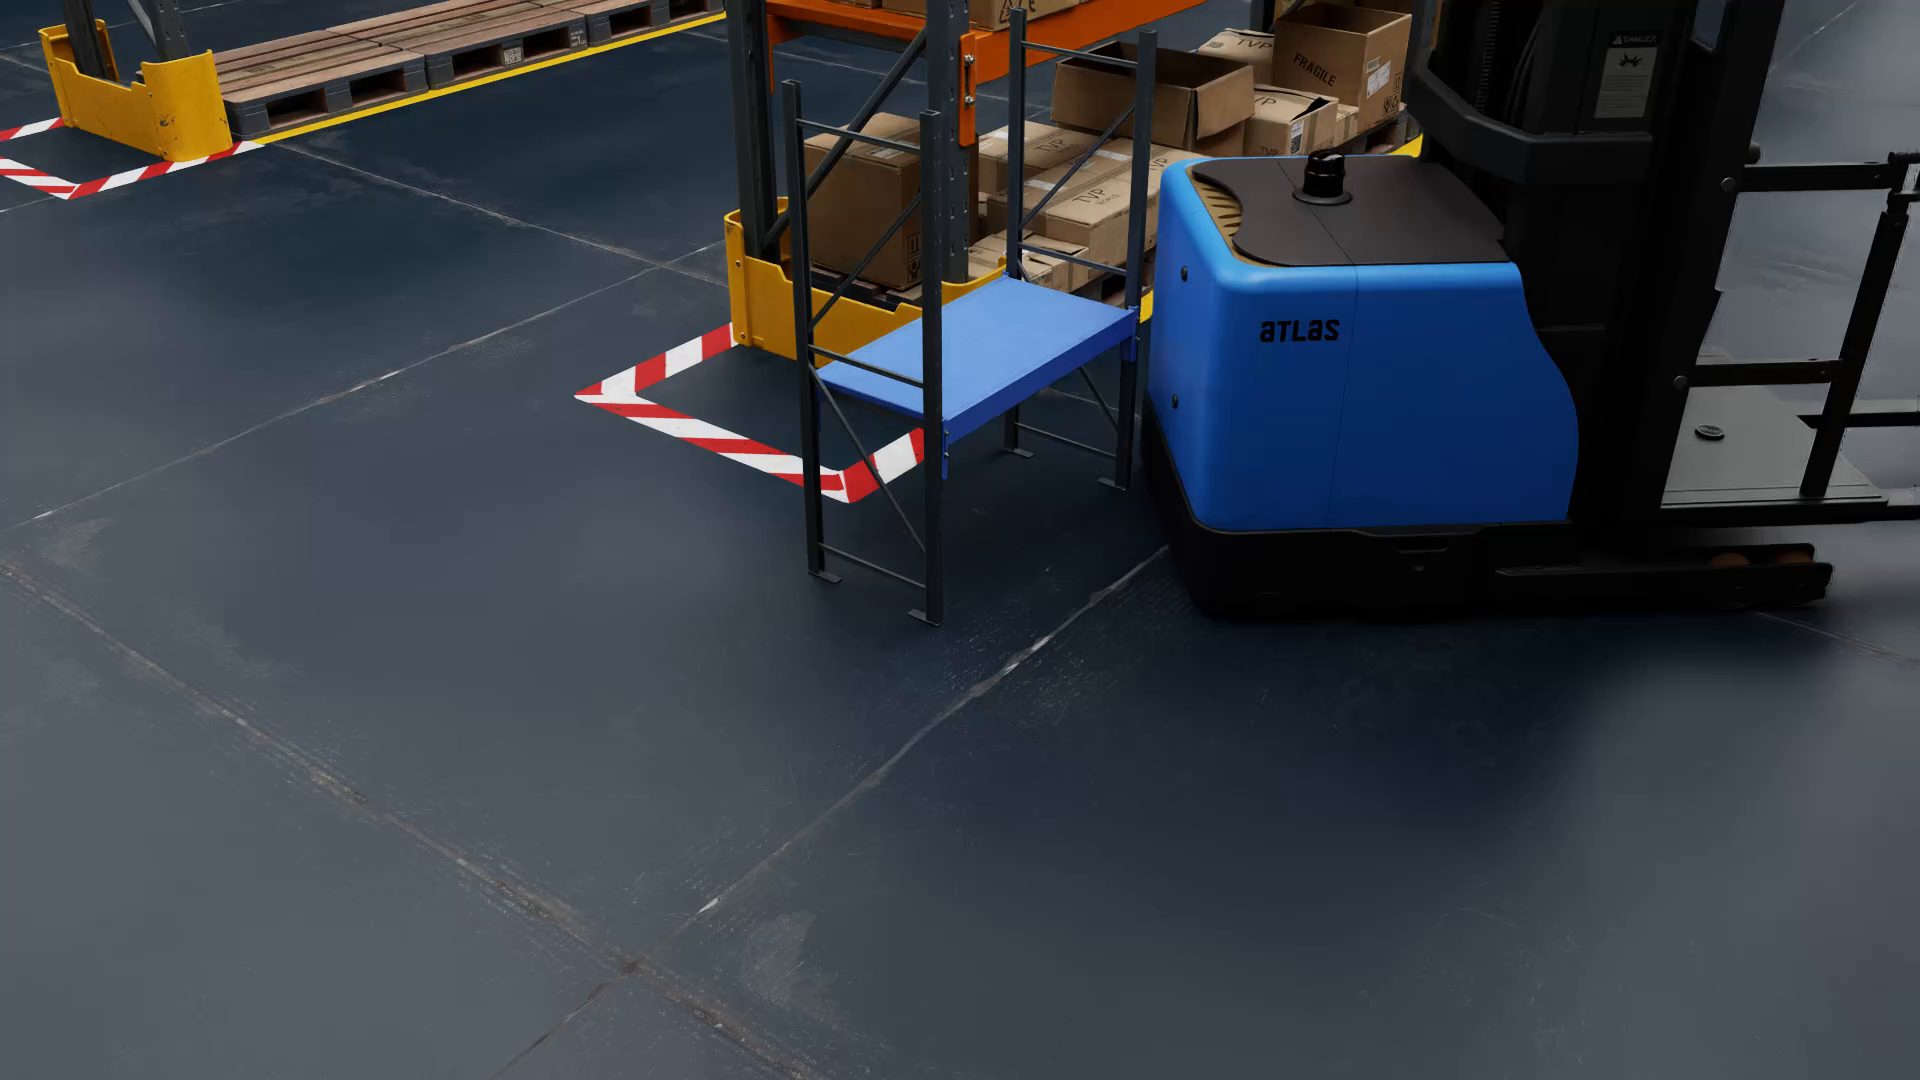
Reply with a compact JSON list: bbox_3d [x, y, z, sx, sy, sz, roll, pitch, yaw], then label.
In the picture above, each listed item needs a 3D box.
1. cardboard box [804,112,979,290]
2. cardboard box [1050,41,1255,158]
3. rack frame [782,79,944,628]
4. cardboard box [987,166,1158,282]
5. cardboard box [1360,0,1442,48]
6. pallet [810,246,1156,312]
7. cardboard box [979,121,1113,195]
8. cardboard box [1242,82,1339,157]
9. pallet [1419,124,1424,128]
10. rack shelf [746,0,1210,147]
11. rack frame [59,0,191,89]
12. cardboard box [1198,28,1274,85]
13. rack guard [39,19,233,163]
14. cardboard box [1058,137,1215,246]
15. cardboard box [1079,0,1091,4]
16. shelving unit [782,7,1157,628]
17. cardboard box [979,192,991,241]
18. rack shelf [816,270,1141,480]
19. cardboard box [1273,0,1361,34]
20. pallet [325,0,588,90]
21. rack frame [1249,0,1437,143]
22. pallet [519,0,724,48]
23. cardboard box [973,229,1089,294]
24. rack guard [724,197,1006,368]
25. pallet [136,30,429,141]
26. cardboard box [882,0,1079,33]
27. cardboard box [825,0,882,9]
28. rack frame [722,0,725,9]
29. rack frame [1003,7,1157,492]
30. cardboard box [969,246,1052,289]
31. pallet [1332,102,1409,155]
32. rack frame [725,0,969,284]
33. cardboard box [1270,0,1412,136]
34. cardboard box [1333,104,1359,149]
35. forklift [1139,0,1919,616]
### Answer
[{"bbox_3d":[-0.271,-1.357,6.617,0.500,0.500,0.500,21,37,31],"label":"cardboard box"},{"bbox_3d":[0.882,-1.922,7.568,0.797,0.503,0.637,21,37,31],"label":"cardboard box"},{"bbox_3d":[-0.255,-0.473,4.577,0.500,1.500,0.032,21,37,31],"label":"rack frame"},{"bbox_3d":[0.454,-1.289,6.749,0.500,0.250,0.500,21,37,31],"label":"cardboard box"},{"bbox_3d":[2.498,-2.807,9.065,0.500,0.500,0.500,19,36,29],"label":"cardboard box"},{"bbox_3d":[0.124,-1.101,6.902,1.003,0.211,1.213,21,37,31],"label":"pallet"},{"bbox_3d":[0.327,-1.626,7.317,0.500,0.250,0.500,21,37,31],"label":"cardboard box"},{"bbox_3d":[1.441,-1.980,7.855,0.500,0.311,0.500,21,37,31],"label":"cardboard box"},{"bbox_3d":[2.473,-2.714,9.623,1.003,0.211,1.213,21,37,31],"label":"pallet"},{"bbox_3d":[0.805,-2.449,7.146,1.077,0.370,4.000,21,37,31],"label":"rack shelf"},{"bbox_3d":[-4.350,-3.472,8.166,1.000,3.000,0.127,21,37,31],"label":"rack frame"},{"bbox_3d":[1.586,-2.500,8.732,0.500,0.311,0.500,21,37,31],"label":"cardboard box"},{"bbox_3d":[-4.354,-2.383,8.780,1.175,0.500,0.348,21,37,31],"label":"rack guard"},{"bbox_3d":[0.755,-1.492,7.091,0.500,0.250,0.500,21,37,31],"label":"cardboard box"},{"bbox_3d":[0.383,-2.299,6.090,0.500,0.500,0.500,21,36,31],"label":"cardboard box"},{"bbox_3d":[0.051,-0.680,4.926,0.538,1.500,1.048,21,37,31],"label":"shelving unit"},{"bbox_3d":[0.045,-1.350,6.933,0.380,0.166,0.250,21,37,31],"label":"cardboard box"},{"bbox_3d":[0.051,-0.525,5.018,0.538,0.185,1.000,21,37,31],"label":"rack shelf"},{"bbox_3d":[2.081,-2.974,9.347,0.500,0.500,0.500,21,37,31],"label":"cardboard box"},{"bbox_3d":[-3.084,-3.089,10.255,1.003,0.211,1.213,21,37,31],"label":"pallet"},{"bbox_3d":[2.012,-3.572,8.335,1.000,3.000,0.127,21,37,31],"label":"rack frame"},{"bbox_3d":[-2.348,-3.587,11.096,1.003,0.211,1.213,21,37,31],"label":"pallet"},{"bbox_3d":[0.275,-1.082,6.481,0.380,0.166,0.250,21,37,31],"label":"cardboard box"},{"bbox_3d":[-0.357,-0.901,6.281,1.175,0.500,0.348,21,37,31],"label":"rack guard"},{"bbox_3d":[-3.821,-2.595,9.422,1.003,0.211,1.213,21,37,31],"label":"pallet"},{"bbox_3d":[0.075,-2.088,5.733,0.500,0.500,0.500,22,37,32],"label":"cardboard box"},{"bbox_3d":[-0.349,-2.255,6.014,0.500,0.500,0.500,22,37,33],"label":"cardboard box"},{"bbox_3d":[-1.935,-5.098,10.909,1.000,3.000,0.127,21,37,31],"label":"rack frame"},{"bbox_3d":[0.358,-0.887,5.275,0.500,1.500,0.032,21,37,31],"label":"rack frame"},{"bbox_3d":[0.124,-0.973,6.315,0.380,0.149,0.250,21,37,31],"label":"cardboard box"},{"bbox_3d":[1.597,-2.093,8.575,1.003,0.211,1.213,21,37,31],"label":"pallet"},{"bbox_3d":[-0.403,-1.946,5.591,1.000,3.000,0.127,21,37,31],"label":"rack frame"},{"bbox_3d":[1.894,-2.367,8.322,0.500,0.500,0.500,21,37,31],"label":"cardboard box"},{"bbox_3d":[1.716,-2.045,8.123,0.380,0.149,0.250,21,37,31],"label":"cardboard box"},{"bbox_3d":[2.144,-1.323,4.608,3.031,2.935,1.130,-2,31,-3],"label":"forklift"}]
